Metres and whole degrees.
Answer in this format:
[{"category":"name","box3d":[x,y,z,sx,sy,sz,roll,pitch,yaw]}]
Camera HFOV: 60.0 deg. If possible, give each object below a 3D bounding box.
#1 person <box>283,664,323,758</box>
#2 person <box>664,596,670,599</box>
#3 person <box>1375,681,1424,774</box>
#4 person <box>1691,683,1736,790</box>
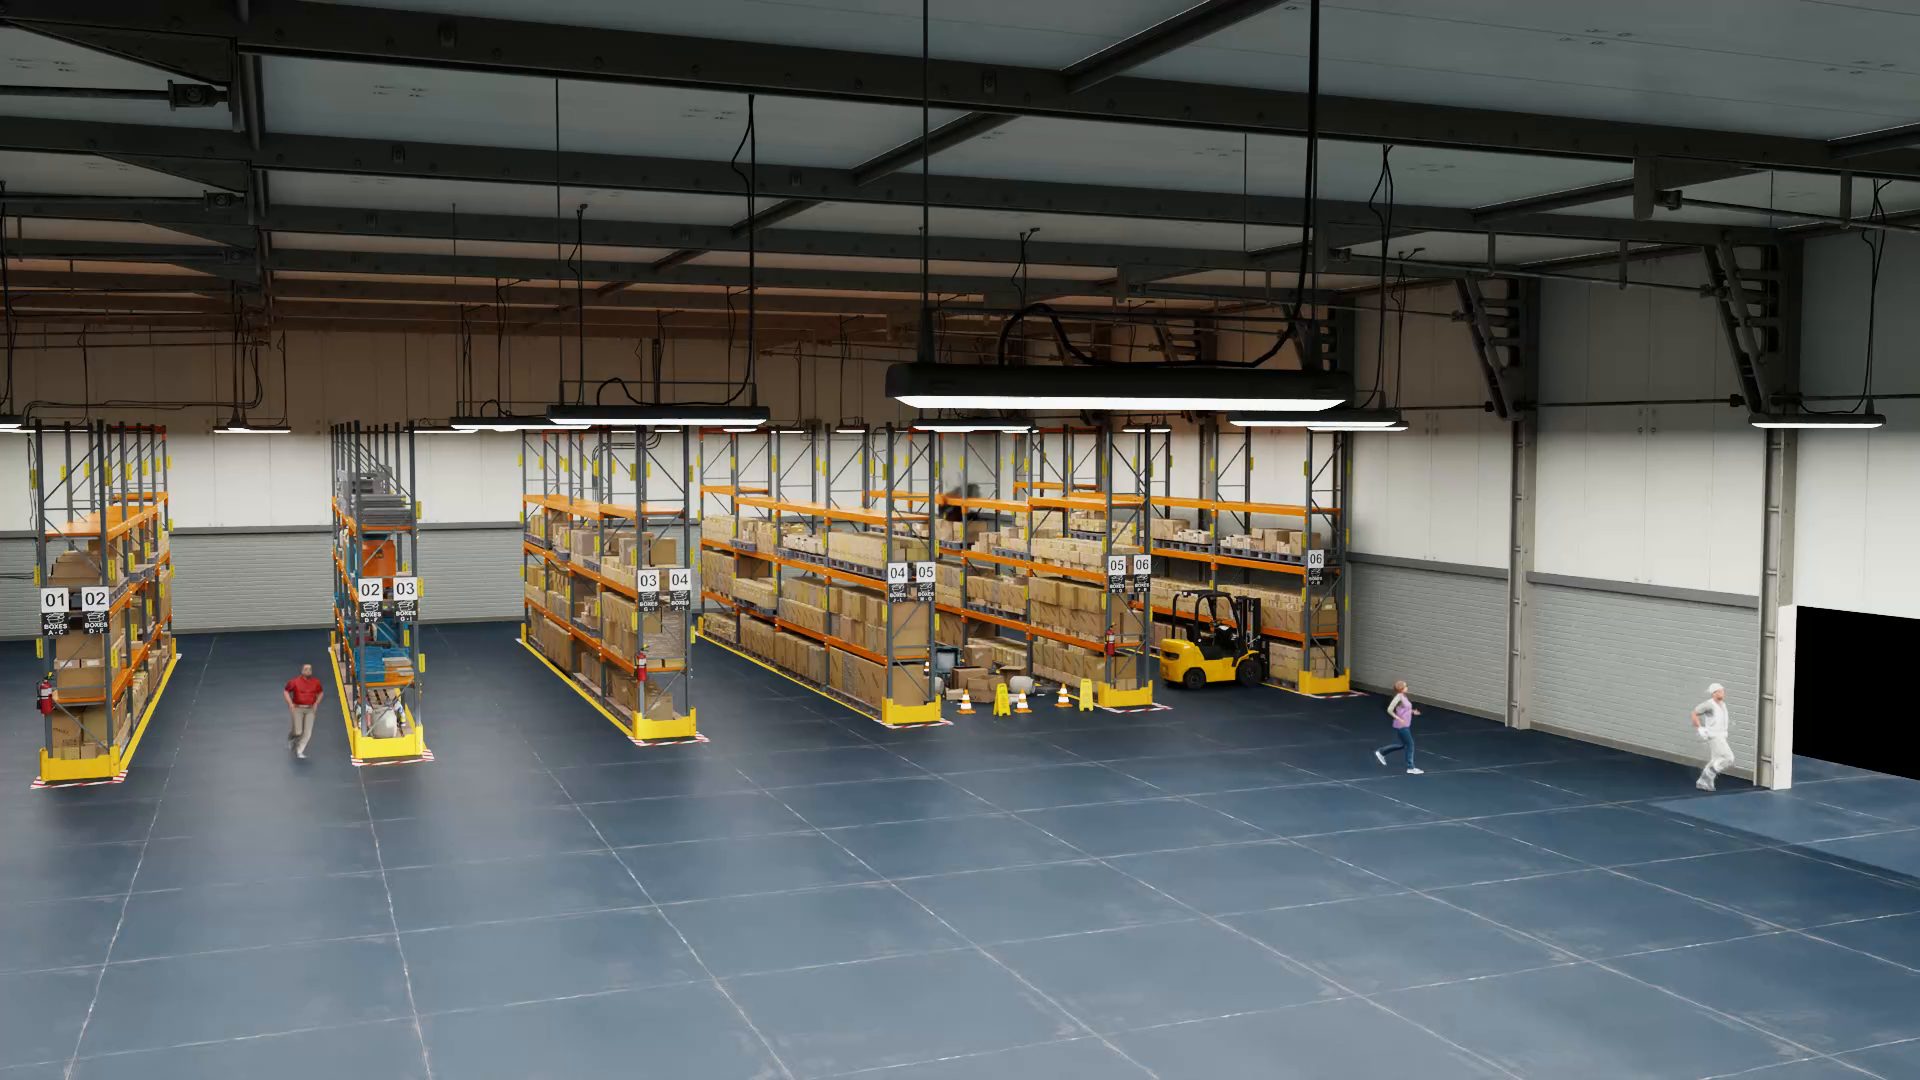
[{"category":"person","box3d":[-11.728,3.041,29.747,0.664,1.663,0.602,-3,4,-38]},{"category":"person","box3d":[-8.118,2.030,46.138,0.639,1.618,0.500,-1,4,-21]},{"category":"person","box3d":[7.460,3.165,28.224,0.822,1.571,0.547,2,4,24]},{"category":"person","box3d":[12.167,3.169,26.714,0.666,1.719,0.626,-3,5,-43]}]
